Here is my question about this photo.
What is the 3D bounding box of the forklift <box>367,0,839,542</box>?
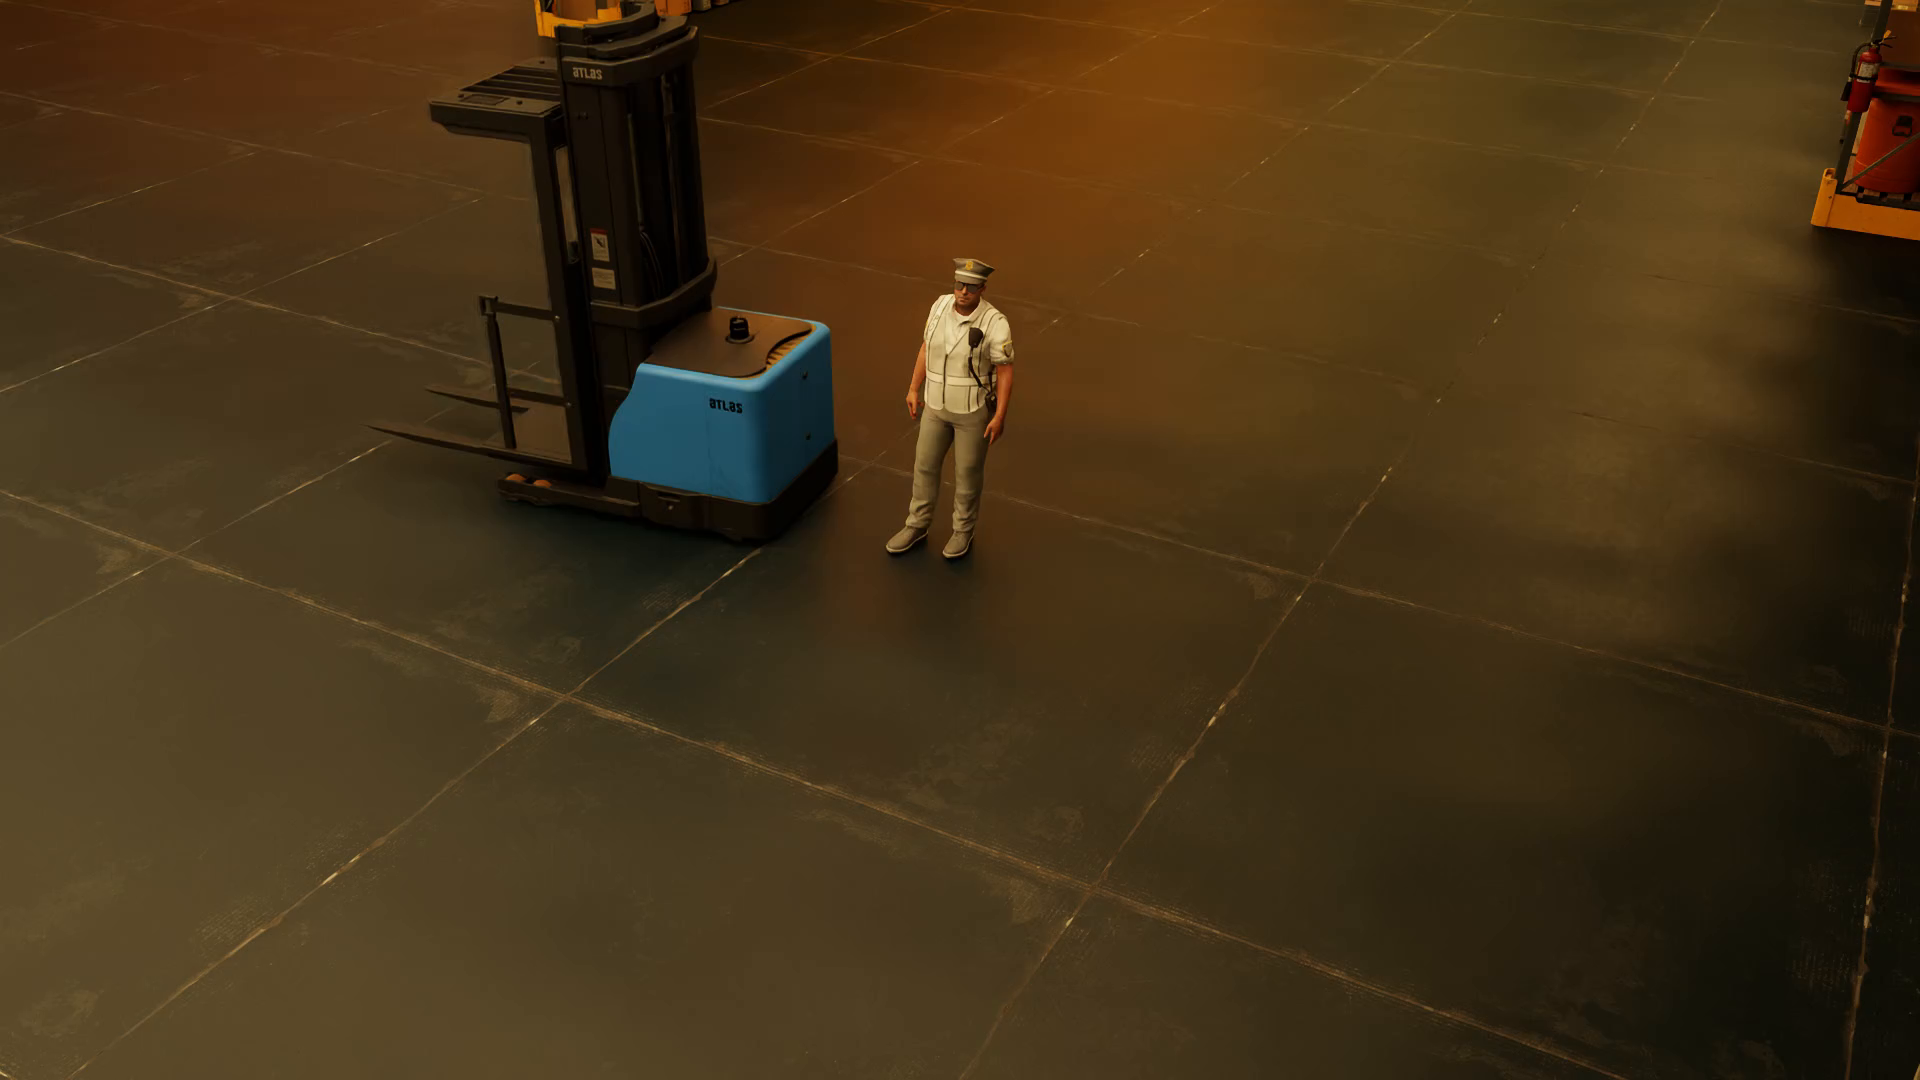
[{"bbox_3d":[-2.347,-1.711,10.035,3.031,2.935,1.130,11,32,18],"label":"forklift"}]

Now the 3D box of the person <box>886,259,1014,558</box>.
[{"bbox_3d":[-0.048,-0.747,9.499,0.641,1.781,0.574,15,33,25],"label":"person"}]
